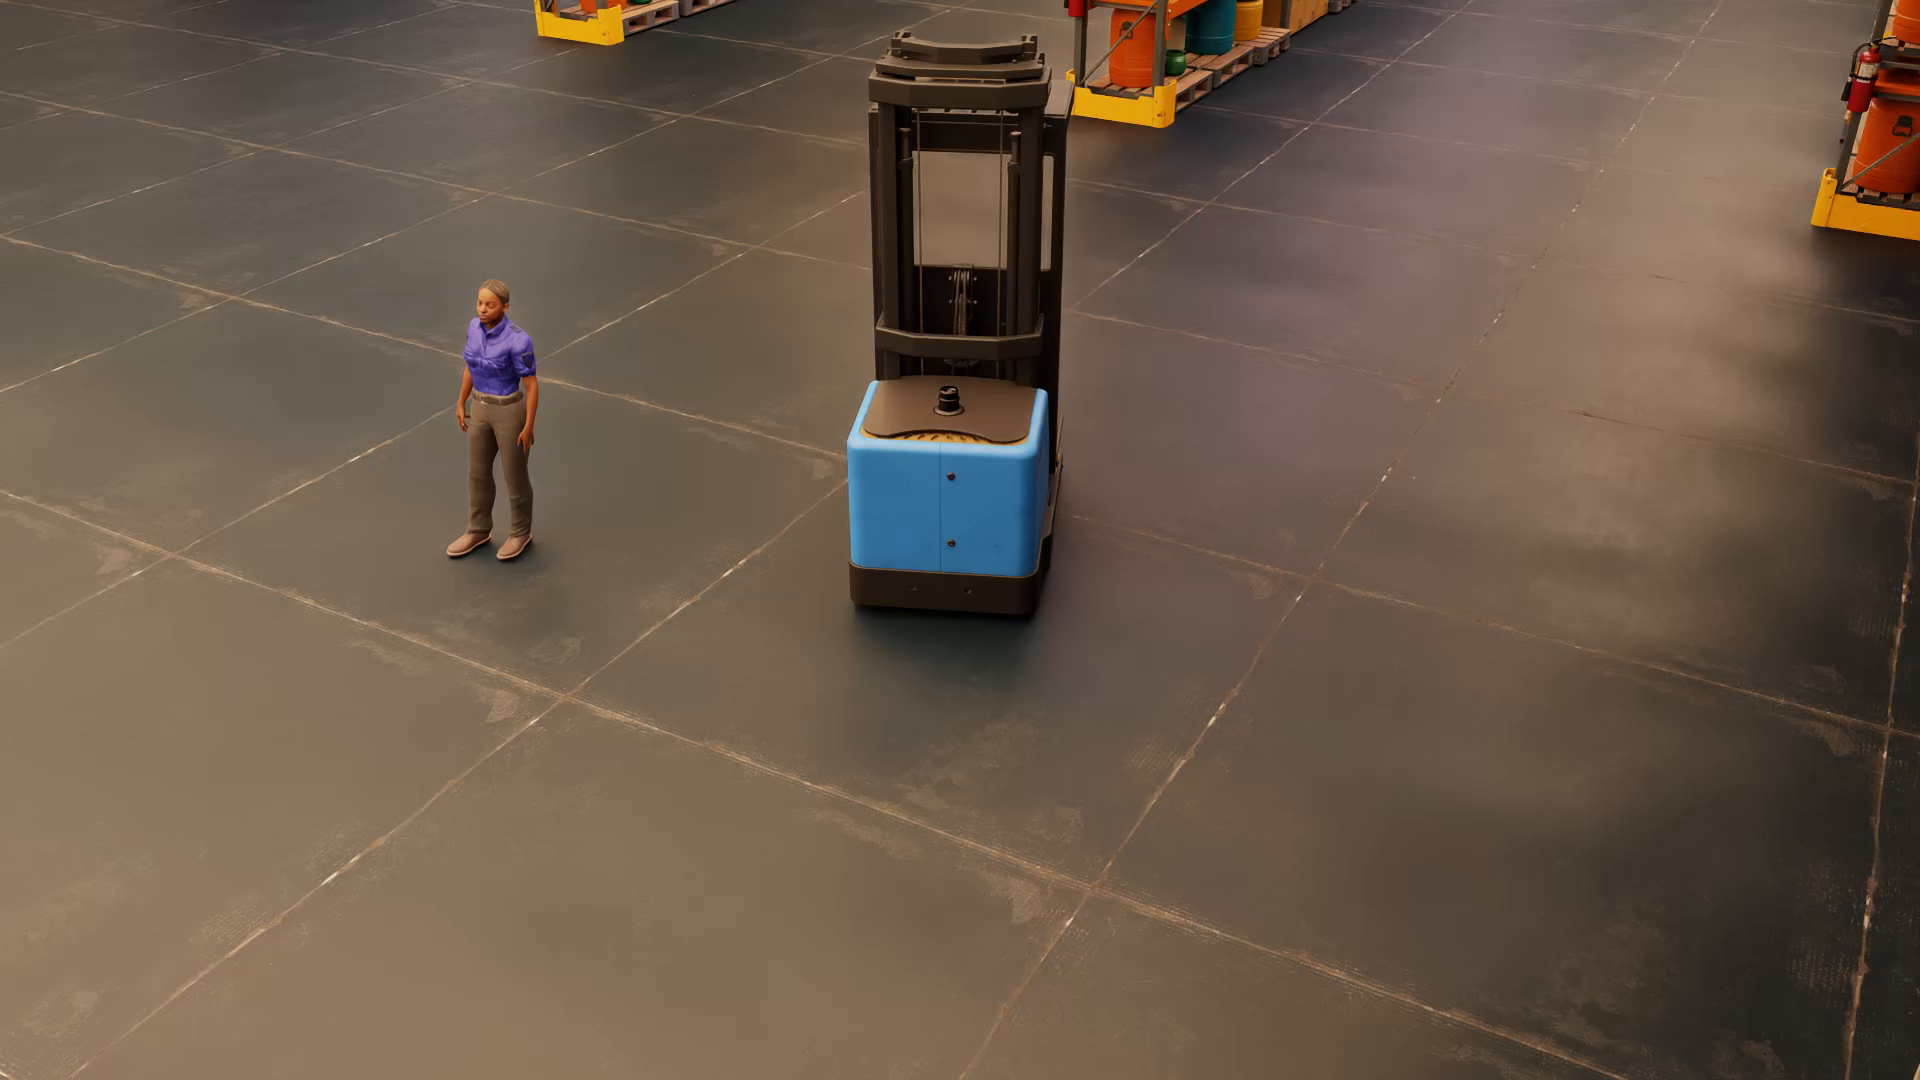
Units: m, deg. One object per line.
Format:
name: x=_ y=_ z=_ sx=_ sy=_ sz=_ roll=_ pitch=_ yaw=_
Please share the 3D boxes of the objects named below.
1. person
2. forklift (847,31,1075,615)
person: x=-2.689 y=-0.668 z=9.492 sx=0.573 sy=1.655 sz=0.503 roll=15 pitch=33 yaw=24
forklift: x=0.072 y=-1.572 z=9.794 sx=1.130 sy=2.935 sz=3.031 roll=3 pitch=30 yaw=6
